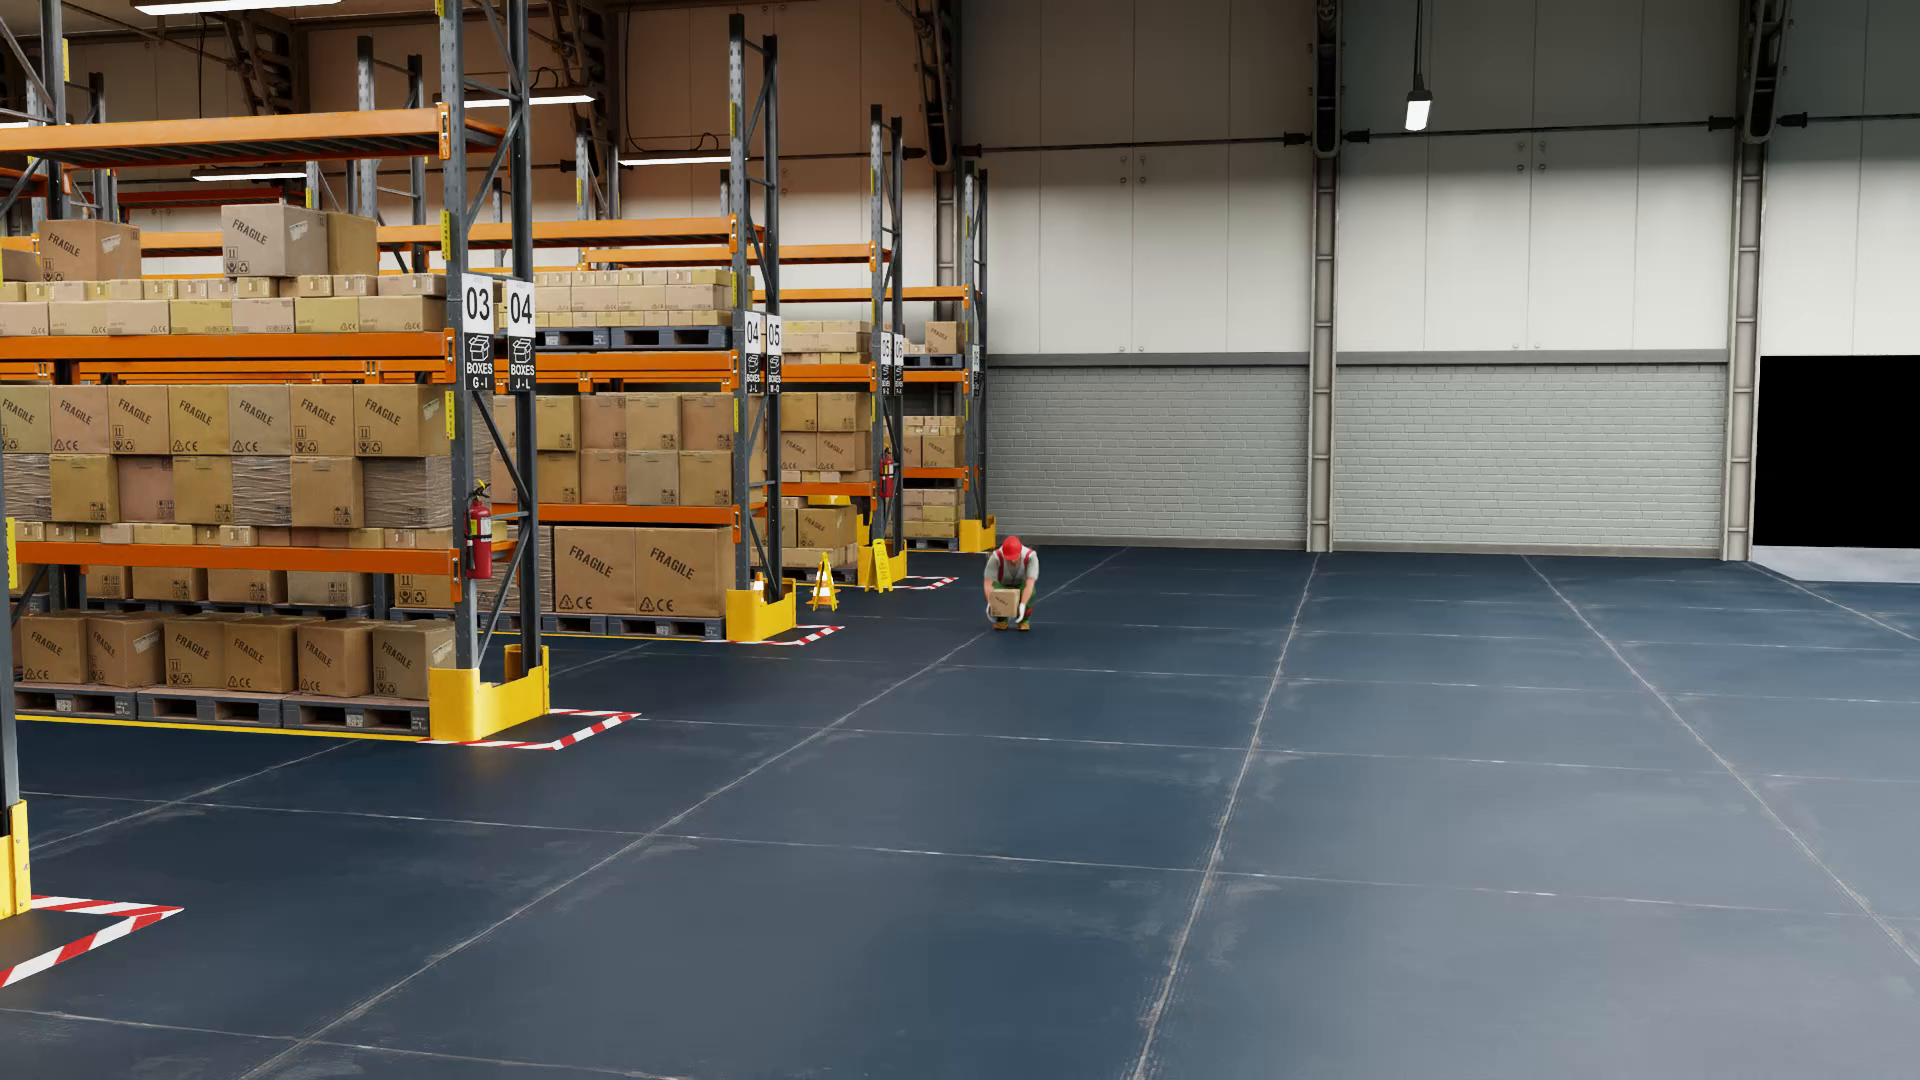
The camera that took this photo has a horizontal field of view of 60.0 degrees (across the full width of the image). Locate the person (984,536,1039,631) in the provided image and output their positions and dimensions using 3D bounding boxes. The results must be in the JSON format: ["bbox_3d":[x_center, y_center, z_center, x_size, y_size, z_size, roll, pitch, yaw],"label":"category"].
[{"bbox_3d":[0.538,0.435,16.927,0.568,0.995,0.860,1,5,14],"label":"person"}]
